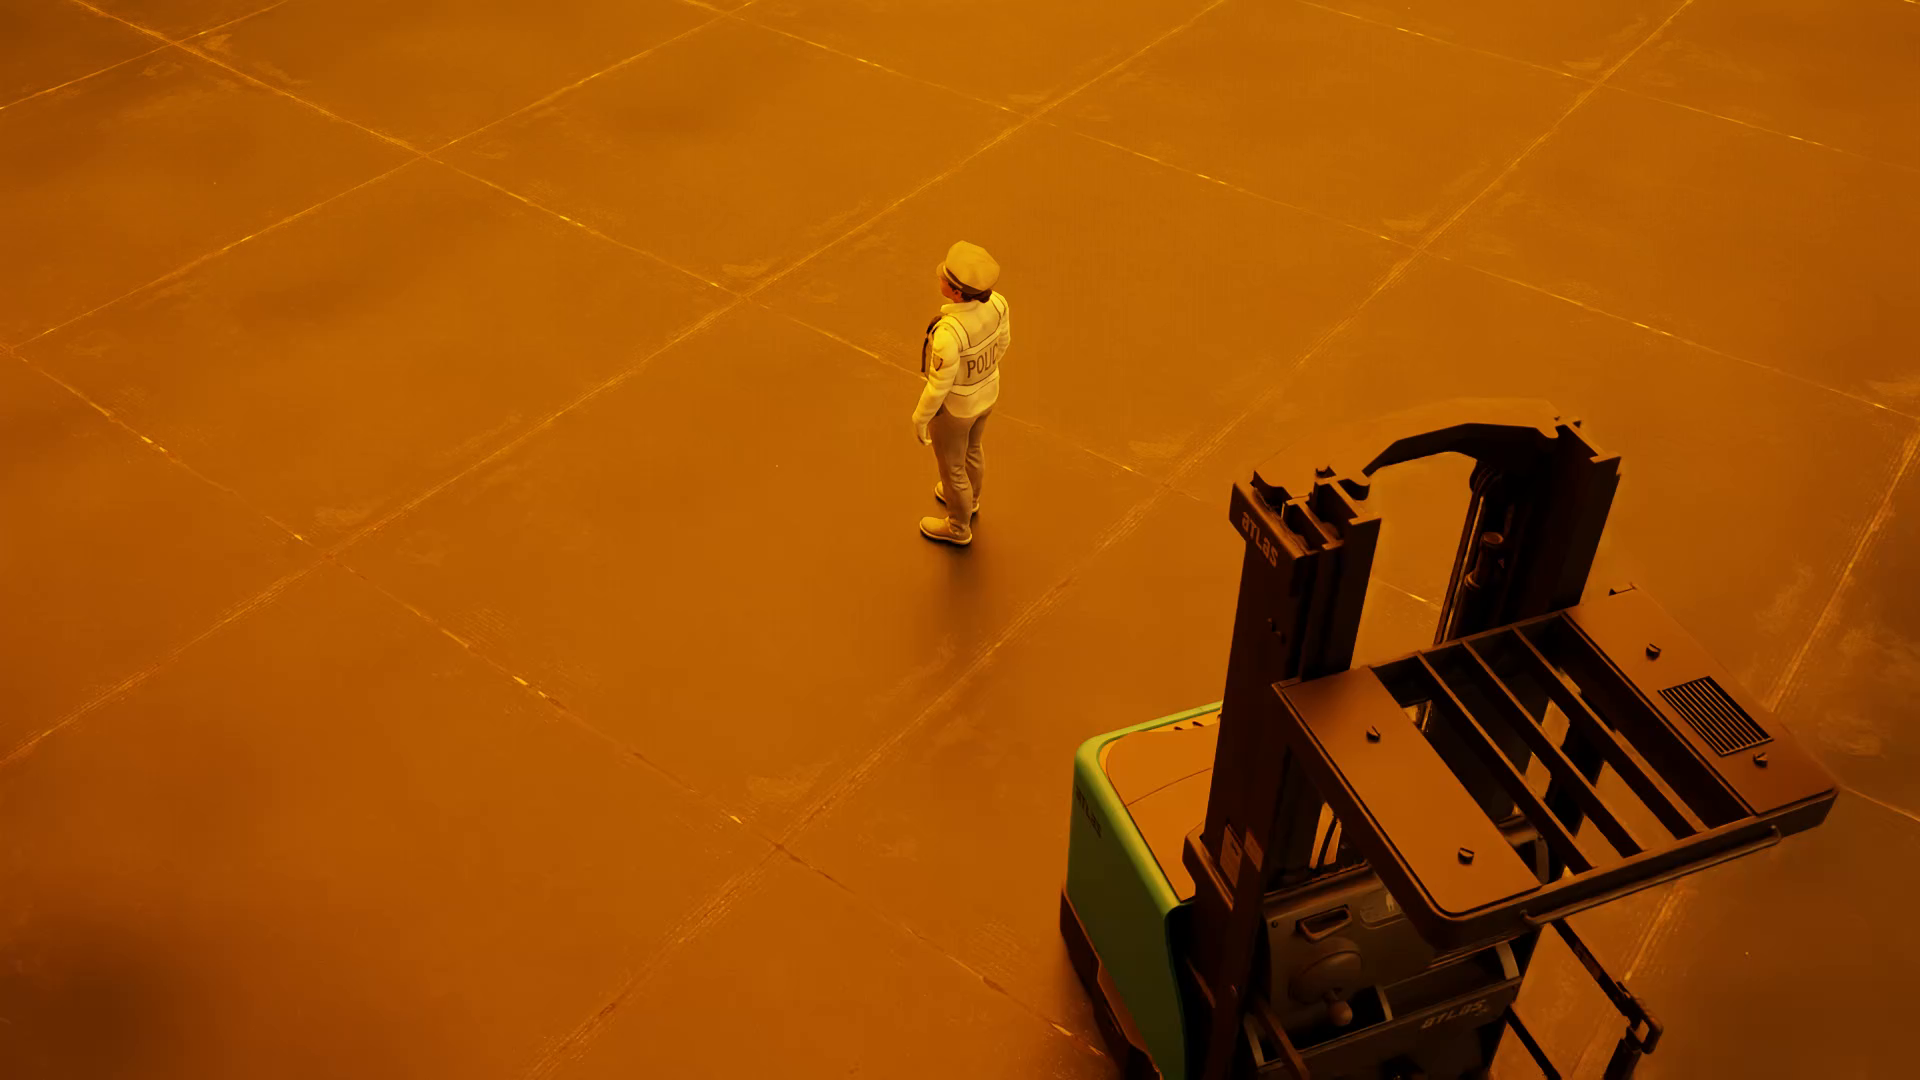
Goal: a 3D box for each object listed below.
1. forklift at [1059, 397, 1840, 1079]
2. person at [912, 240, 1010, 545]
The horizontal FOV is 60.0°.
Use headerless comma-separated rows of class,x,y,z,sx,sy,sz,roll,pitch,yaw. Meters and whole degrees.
forklift,1.377,1.198,4.669,1.130,2.935,3.031,-14,42,-15
person,-0.049,-0.680,7.814,0.534,1.696,0.587,26,47,28
